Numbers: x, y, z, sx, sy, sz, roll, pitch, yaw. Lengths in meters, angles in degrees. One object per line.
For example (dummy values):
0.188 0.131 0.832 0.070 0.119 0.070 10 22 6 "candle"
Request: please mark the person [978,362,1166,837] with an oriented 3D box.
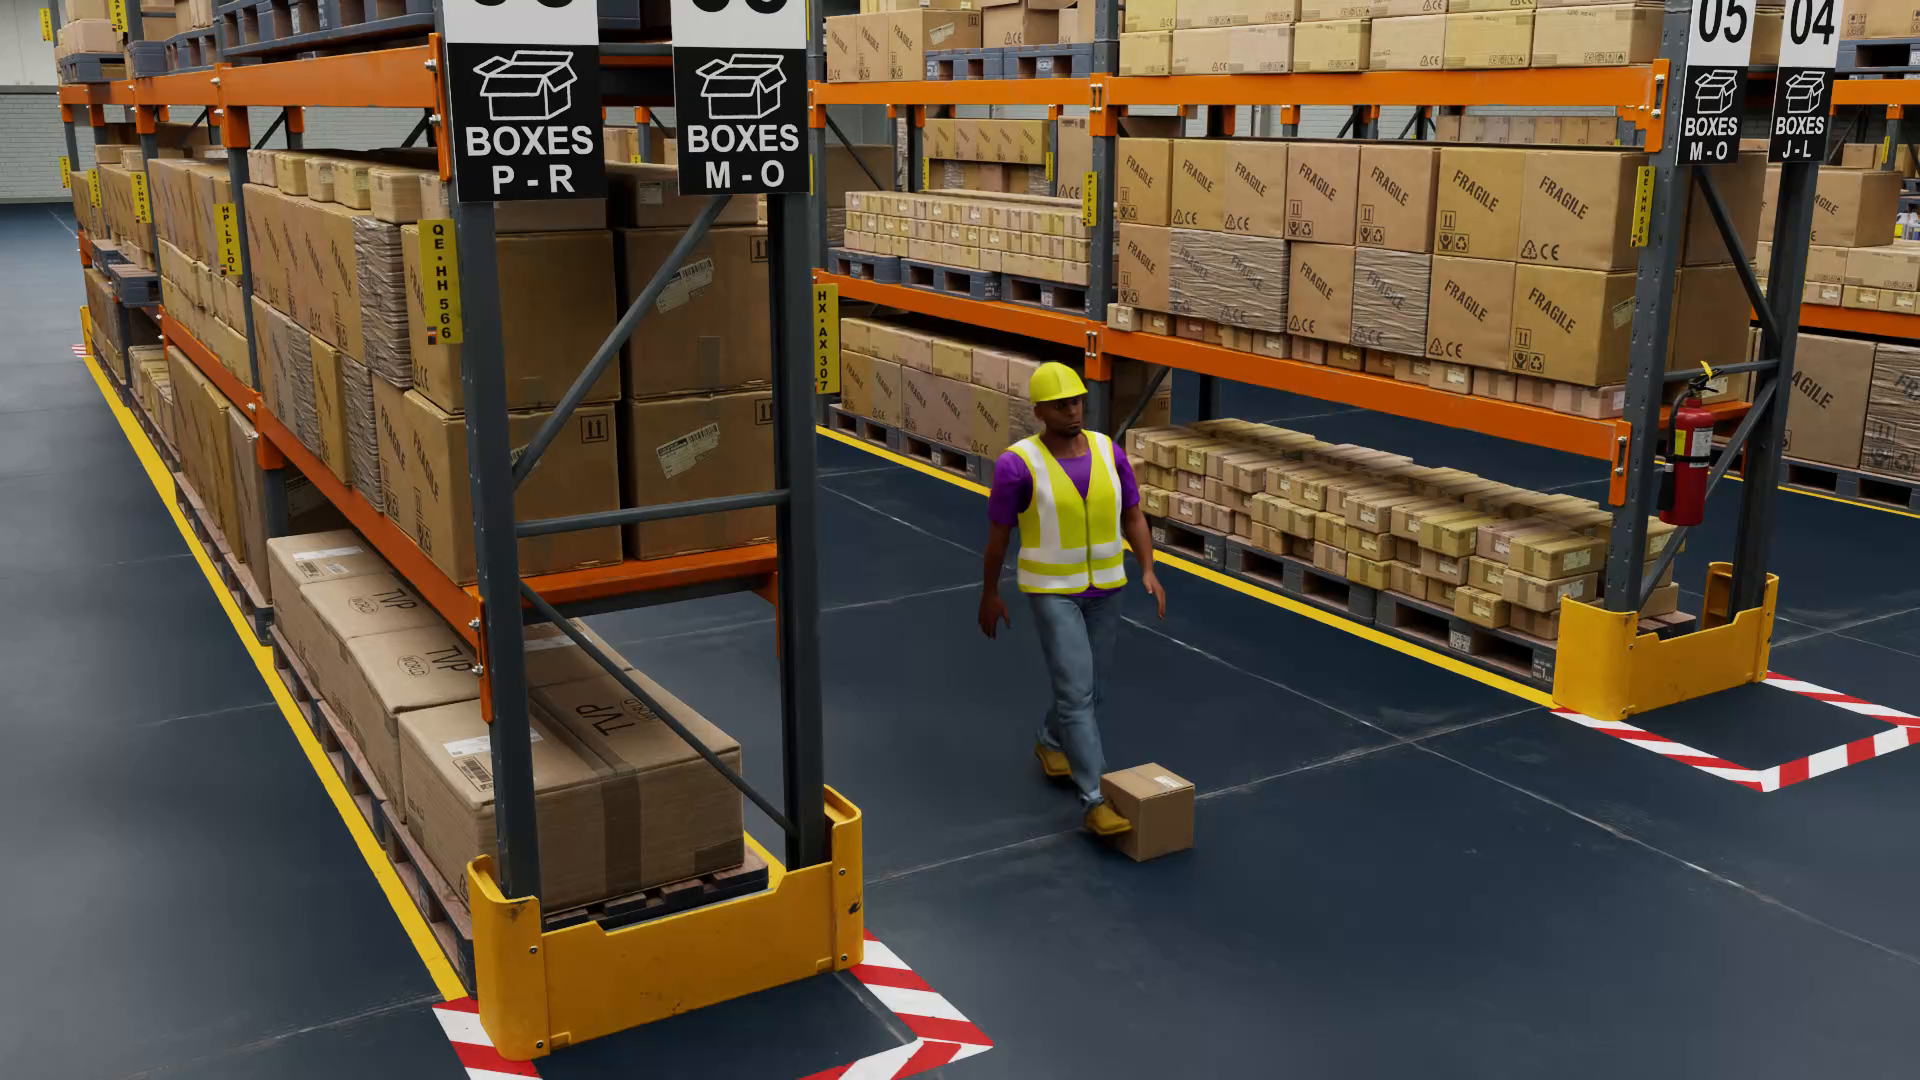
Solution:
0.490 0.204 6.245 0.621 1.706 0.945 -7 16 -25 "person"
